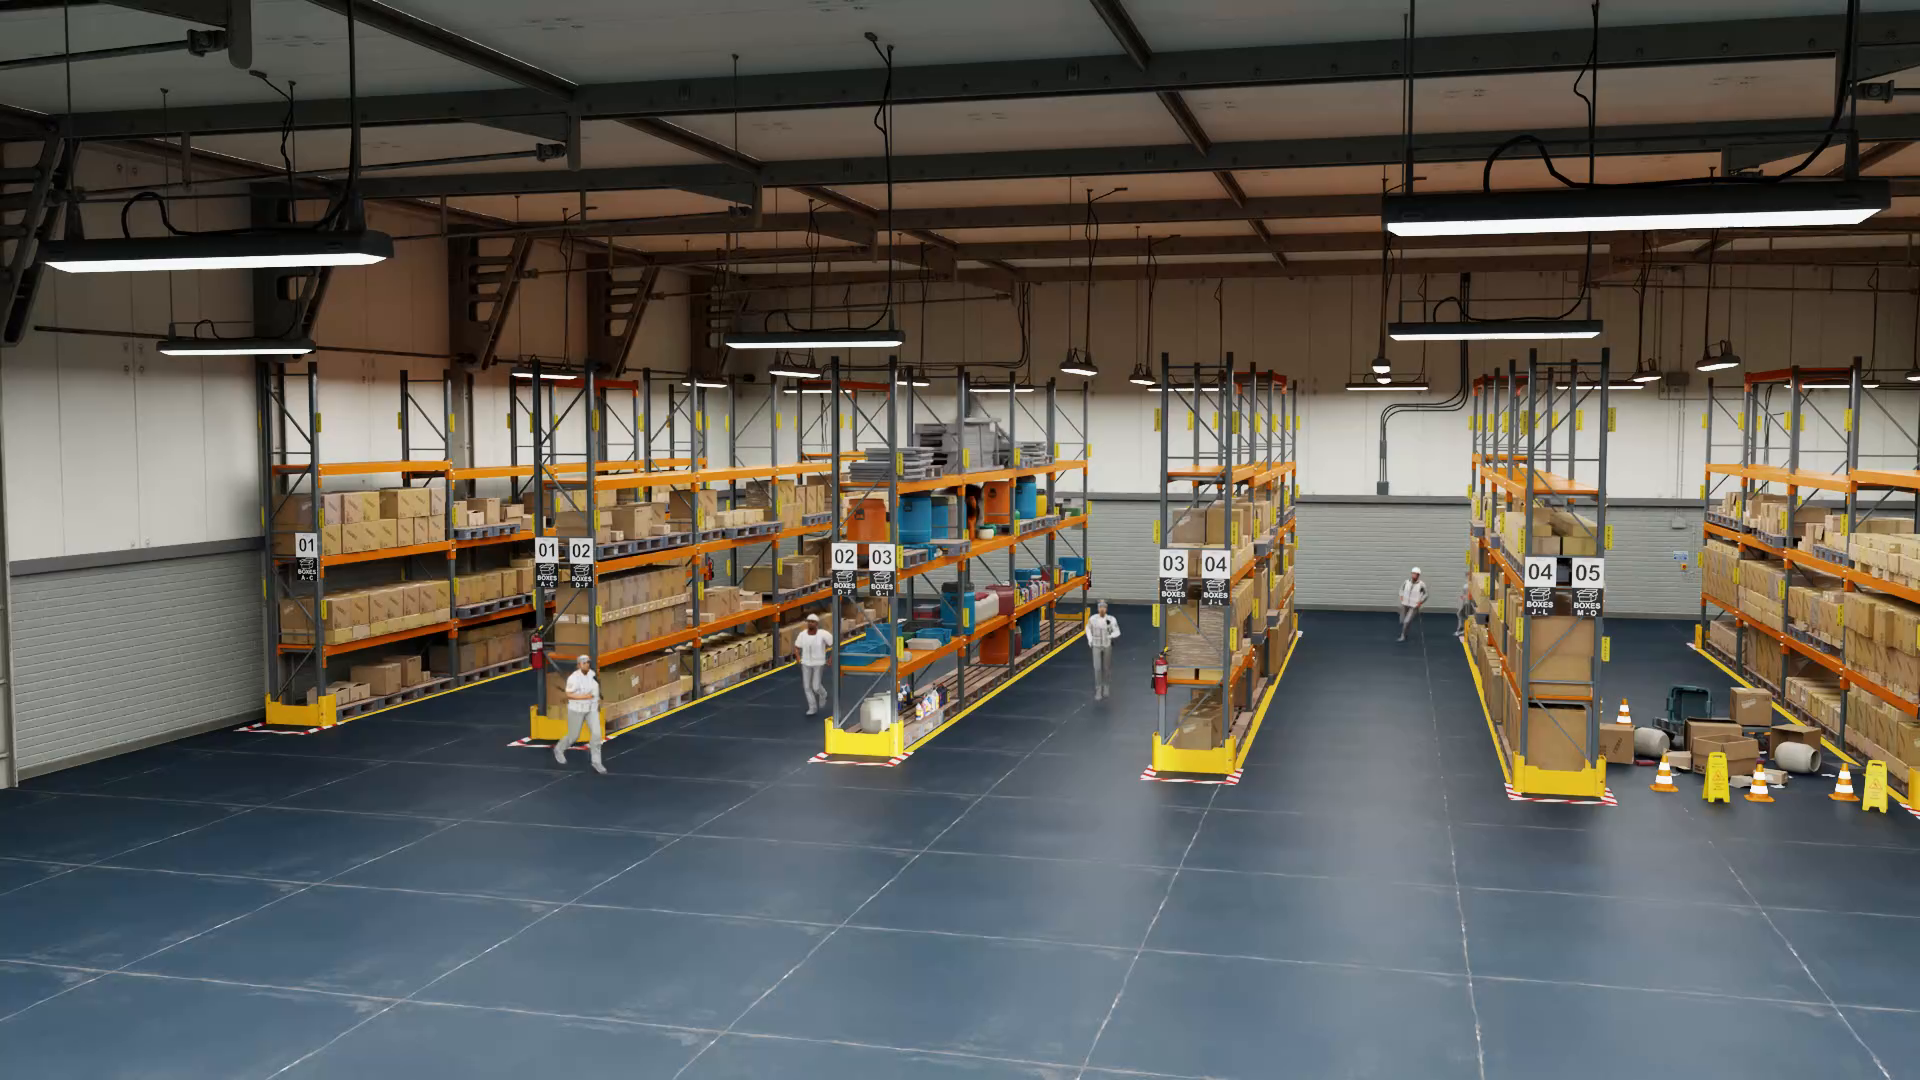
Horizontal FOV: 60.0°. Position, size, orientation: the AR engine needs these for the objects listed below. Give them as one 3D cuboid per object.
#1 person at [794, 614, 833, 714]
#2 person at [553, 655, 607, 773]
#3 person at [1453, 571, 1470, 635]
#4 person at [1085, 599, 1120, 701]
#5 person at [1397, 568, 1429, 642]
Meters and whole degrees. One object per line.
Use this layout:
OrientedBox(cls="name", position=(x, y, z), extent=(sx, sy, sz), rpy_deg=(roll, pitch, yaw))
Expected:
OrientedBox(cls="person", position=(-2.494, 2.120, 28.460), extent=(0.736, 1.718, 0.610), rpy_deg=(1, 4, 11))
OrientedBox(cls="person", position=(-5.464, 2.487, 24.018), extent=(0.939, 1.695, 0.614), rpy_deg=(4, 6, 44))
OrientedBox(cls="person", position=(12.040, 1.489, 39.124), extent=(0.747, 1.575, 0.583), rpy_deg=(0, 4, -2))
OrientedBox(cls="person", position=(2.455, 1.874, 28.689), extent=(0.615, 1.733, 0.773), rpy_deg=(1, 4, 9))
OrientedBox(cls="person", position=(10.381, 1.478, 38.066), extent=(0.694, 1.721, 0.686), rpy_deg=(3, 5, 34))
